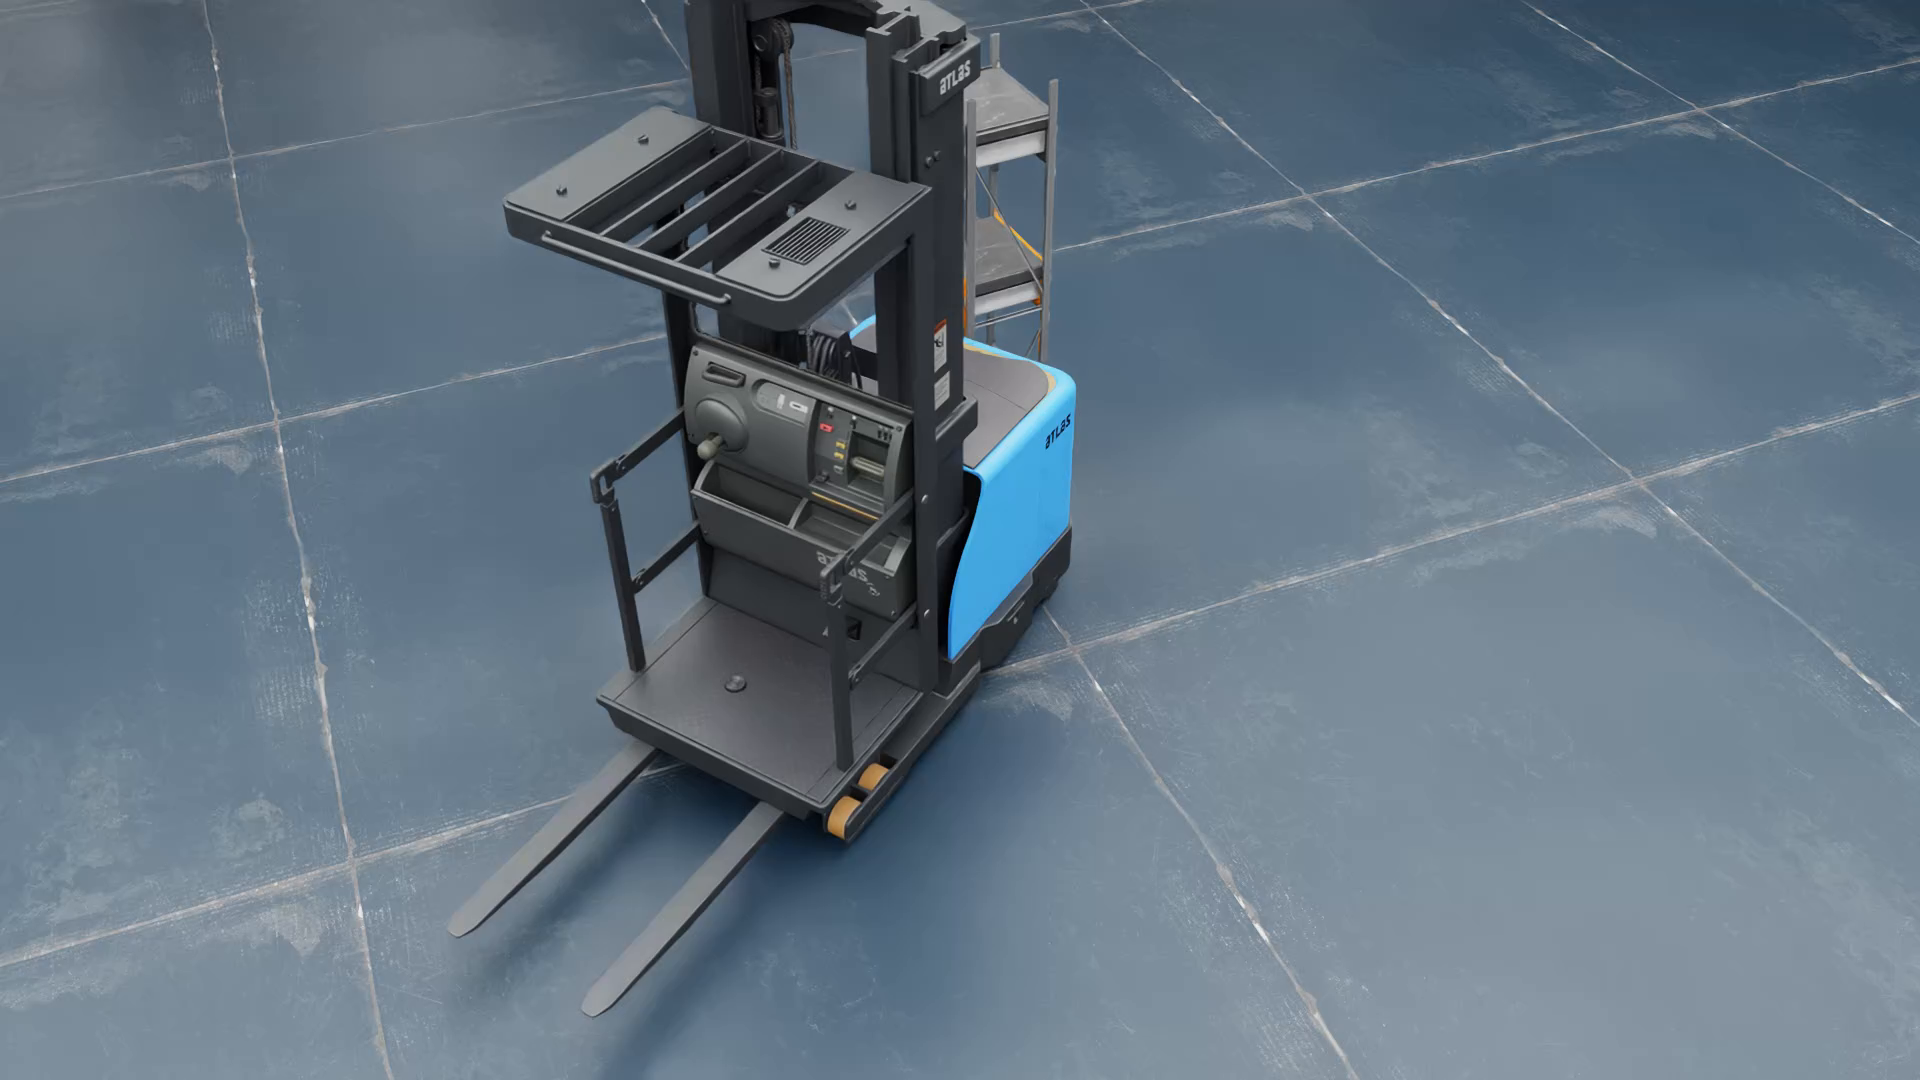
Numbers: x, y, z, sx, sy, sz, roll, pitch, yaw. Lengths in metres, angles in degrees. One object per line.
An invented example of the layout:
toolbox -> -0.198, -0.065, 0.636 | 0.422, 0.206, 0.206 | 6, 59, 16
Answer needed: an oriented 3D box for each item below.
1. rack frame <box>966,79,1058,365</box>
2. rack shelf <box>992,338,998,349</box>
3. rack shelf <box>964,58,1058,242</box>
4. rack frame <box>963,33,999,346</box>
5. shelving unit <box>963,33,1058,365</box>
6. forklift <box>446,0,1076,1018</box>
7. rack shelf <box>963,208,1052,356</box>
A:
rack frame -> 0.207, -0.959, 7.174 | 0.400, 2.100, 0.015 | -19, 44, -20
rack shelf -> 0.095, -0.559, 7.803 | 0.431, 0.518, 0.480 | -19, 44, -20
rack shelf -> 0.095, -1.621, 6.890 | 0.431, 0.518, 0.480 | -19, 44, -20
rack frame -> -0.018, -1.241, 7.502 | 0.400, 2.100, 0.015 | -19, 44, -20
shelving unit -> 0.095, -1.100, 7.338 | 0.431, 2.100, 0.503 | -19, 44, -20
forklift -> -0.706, -0.319, 5.791 | 1.130, 2.935, 3.031 | 22, 45, 23
rack shelf -> 0.095, -1.090, 7.347 | 0.431, 0.518, 0.480 | -19, 44, -20
